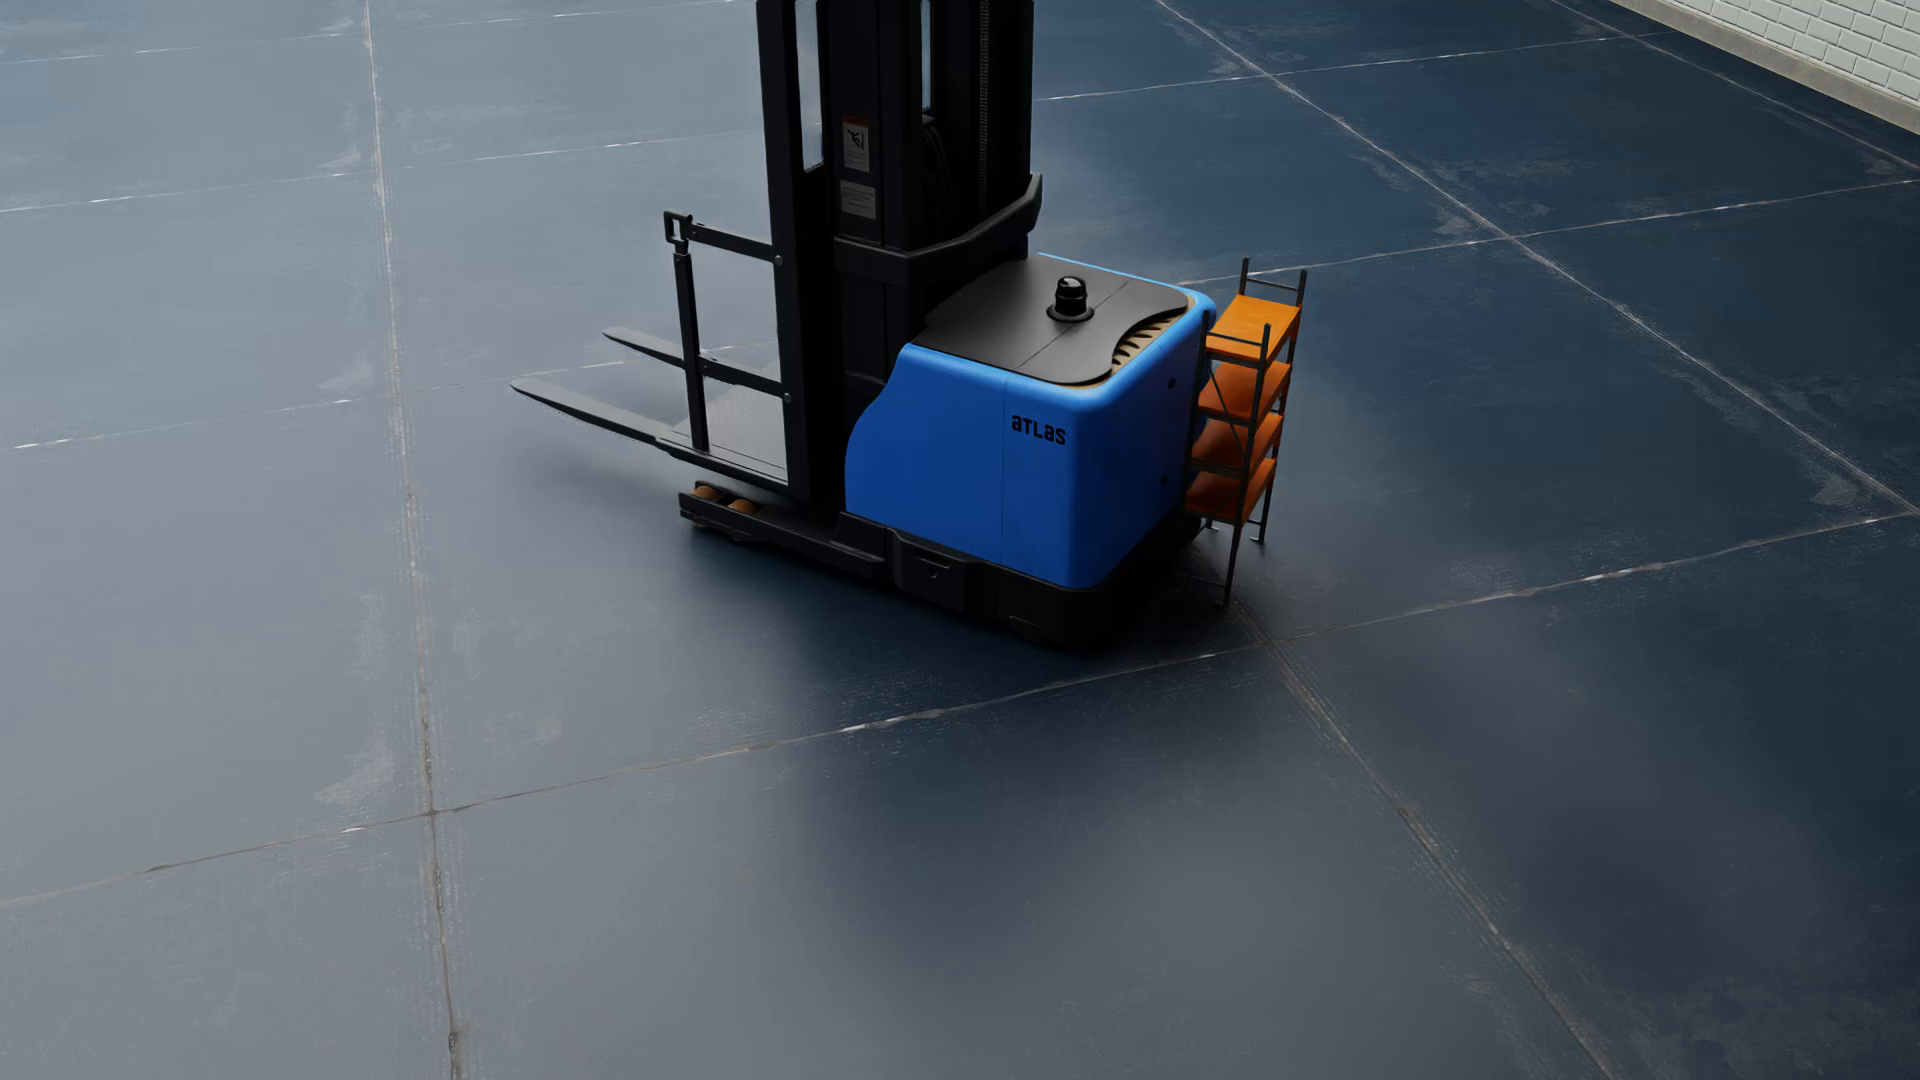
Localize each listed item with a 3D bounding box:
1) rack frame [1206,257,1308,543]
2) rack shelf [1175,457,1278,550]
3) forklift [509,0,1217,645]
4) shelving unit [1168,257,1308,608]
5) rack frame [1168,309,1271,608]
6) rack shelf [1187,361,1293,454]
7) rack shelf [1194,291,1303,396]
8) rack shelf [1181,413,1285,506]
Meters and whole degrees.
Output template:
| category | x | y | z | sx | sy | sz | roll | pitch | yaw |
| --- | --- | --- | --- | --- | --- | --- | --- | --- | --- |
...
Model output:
| category | x | y | z | sx | sy | sz | roll | pitch | yaw |
| --- | --- | --- | --- | --- | --- | --- | --- | --- | --- |
| rack frame | 1.137 | -0.517 | 6.435 | 0.240 | 1.200 | 0.015 | 16 | 37 | 19 |
| rack shelf | 1.028 | -0.175 | 6.400 | 0.258 | 0.148 | 0.480 | 16 | 37 | 19 |
| forklift | -0.548 | -1.445 | 6.278 | 3.031 | 2.935 | 1.130 | 19 | 38 | 26 |
| shelving unit | 1.036 | -0.394 | 6.250 | 0.258 | 1.200 | 0.503 | 16 | 37 | 19 |
| rack frame | 0.936 | -0.272 | 6.065 | 0.240 | 1.200 | 0.015 | 16 | 37 | 19 |
| rack shelf | 1.041 | -0.523 | 6.162 | 0.258 | 0.148 | 0.480 | 16 | 37 | 19 |
| rack shelf | 1.049 | -0.719 | 6.029 | 0.258 | 0.148 | 0.480 | 16 | 37 | 19 |
| rack shelf | 1.034 | -0.339 | 6.288 | 0.258 | 0.148 | 0.480 | 16 | 37 | 19 |
